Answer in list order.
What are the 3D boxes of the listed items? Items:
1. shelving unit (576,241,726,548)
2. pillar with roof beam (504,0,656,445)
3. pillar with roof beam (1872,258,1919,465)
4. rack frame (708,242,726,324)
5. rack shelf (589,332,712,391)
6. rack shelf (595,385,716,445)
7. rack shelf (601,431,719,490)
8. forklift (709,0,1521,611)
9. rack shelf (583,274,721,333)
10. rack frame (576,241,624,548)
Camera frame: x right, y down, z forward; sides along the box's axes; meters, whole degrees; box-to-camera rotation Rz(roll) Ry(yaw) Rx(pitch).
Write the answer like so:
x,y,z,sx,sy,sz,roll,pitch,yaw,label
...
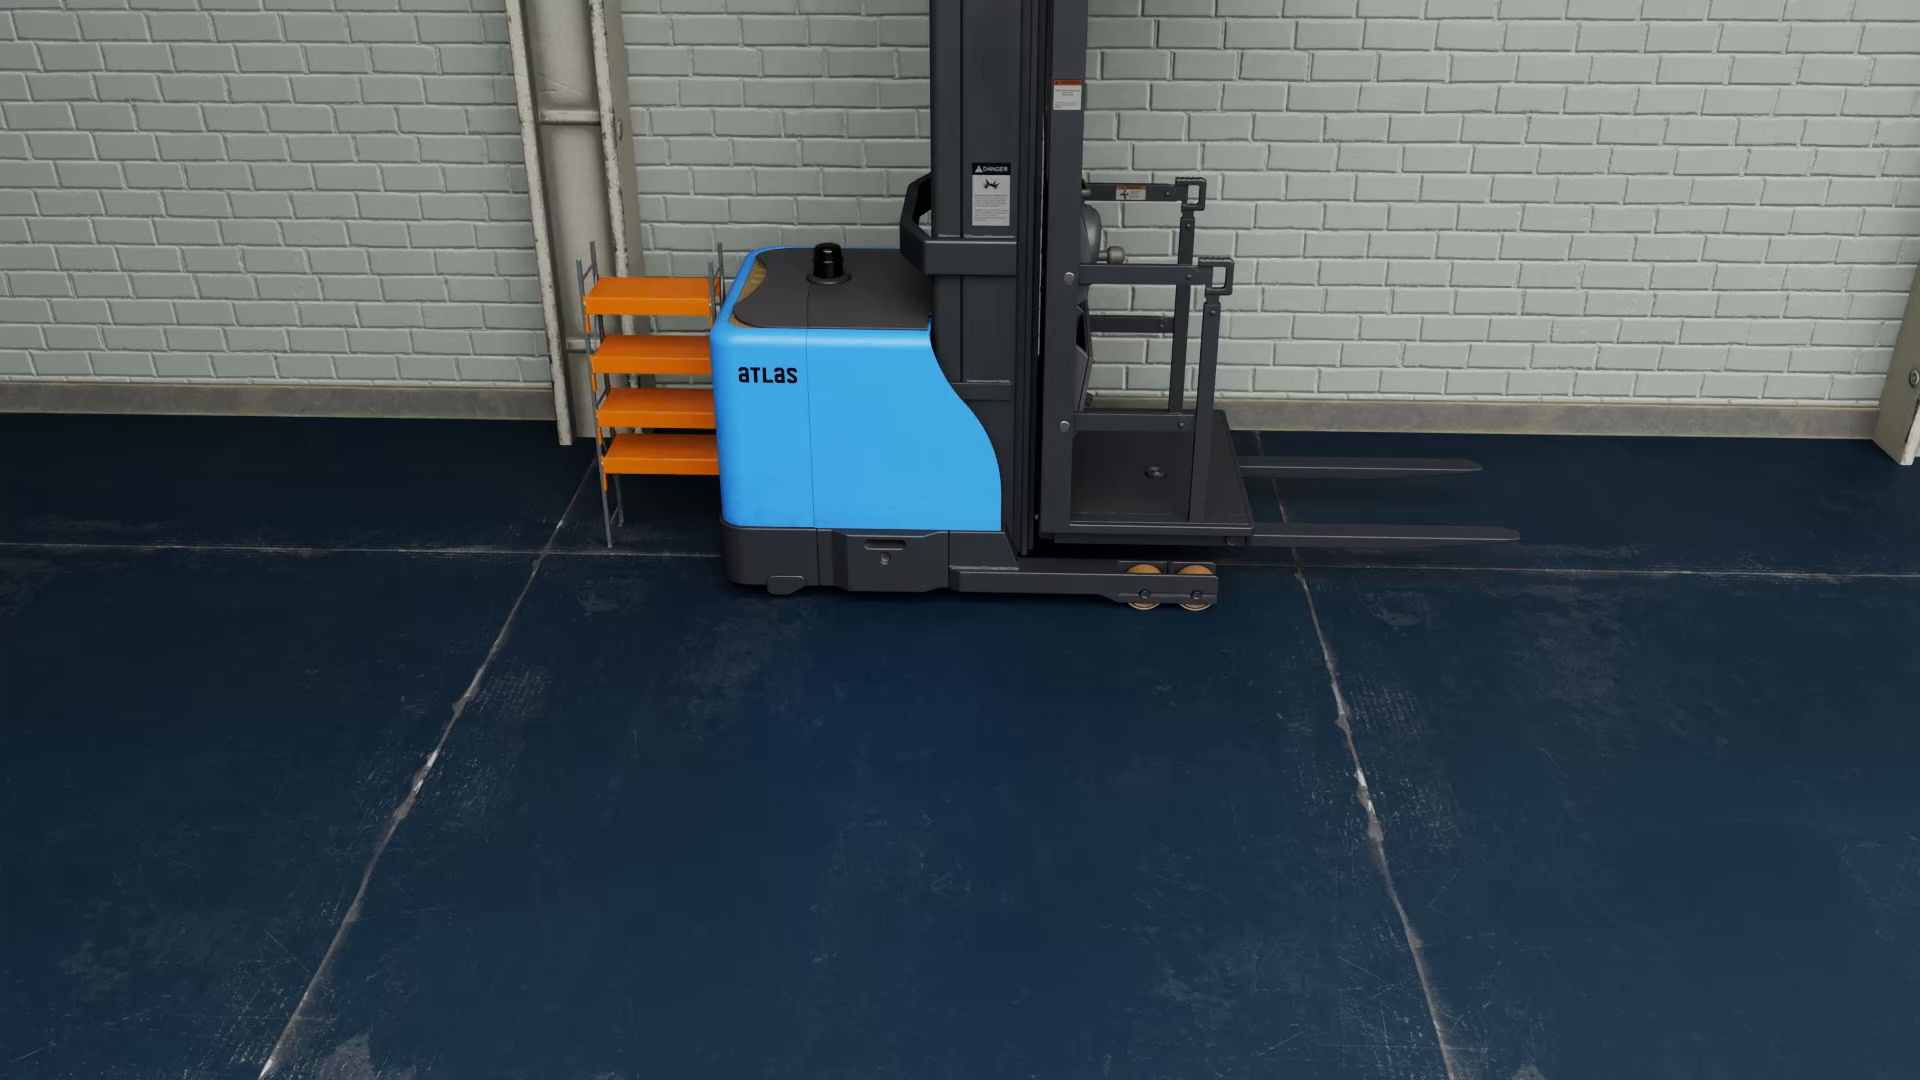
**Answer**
x,y,z,sx,sy,sz,roll,pitch,yaw,label
-1.160,-0.550,6.506,0.503,1.200,0.258,1,28,2,shelving unit
-1.773,-2.463,1.789,0.400,9.000,9.100,1,28,2,pillar with roof beam
4.223,-2.364,1.601,0.400,9.000,9.100,1,28,2,pillar with roof beam
-0.916,-0.546,6.498,0.015,1.200,0.240,1,28,2,rack frame
-1.160,-0.688,6.433,0.480,0.148,0.258,1,28,2,rack shelf
-1.160,-0.490,6.537,0.480,0.148,0.258,1,28,2,rack shelf
-1.160,-0.315,6.630,0.480,0.148,0.258,1,28,2,rack shelf
0.622,-1.285,6.044,3.031,2.935,1.130,1,28,2,forklift
-1.160,-0.897,6.322,0.480,0.148,0.258,1,28,2,rack shelf
-1.404,-0.554,6.513,0.015,1.200,0.240,1,28,2,rack frame
